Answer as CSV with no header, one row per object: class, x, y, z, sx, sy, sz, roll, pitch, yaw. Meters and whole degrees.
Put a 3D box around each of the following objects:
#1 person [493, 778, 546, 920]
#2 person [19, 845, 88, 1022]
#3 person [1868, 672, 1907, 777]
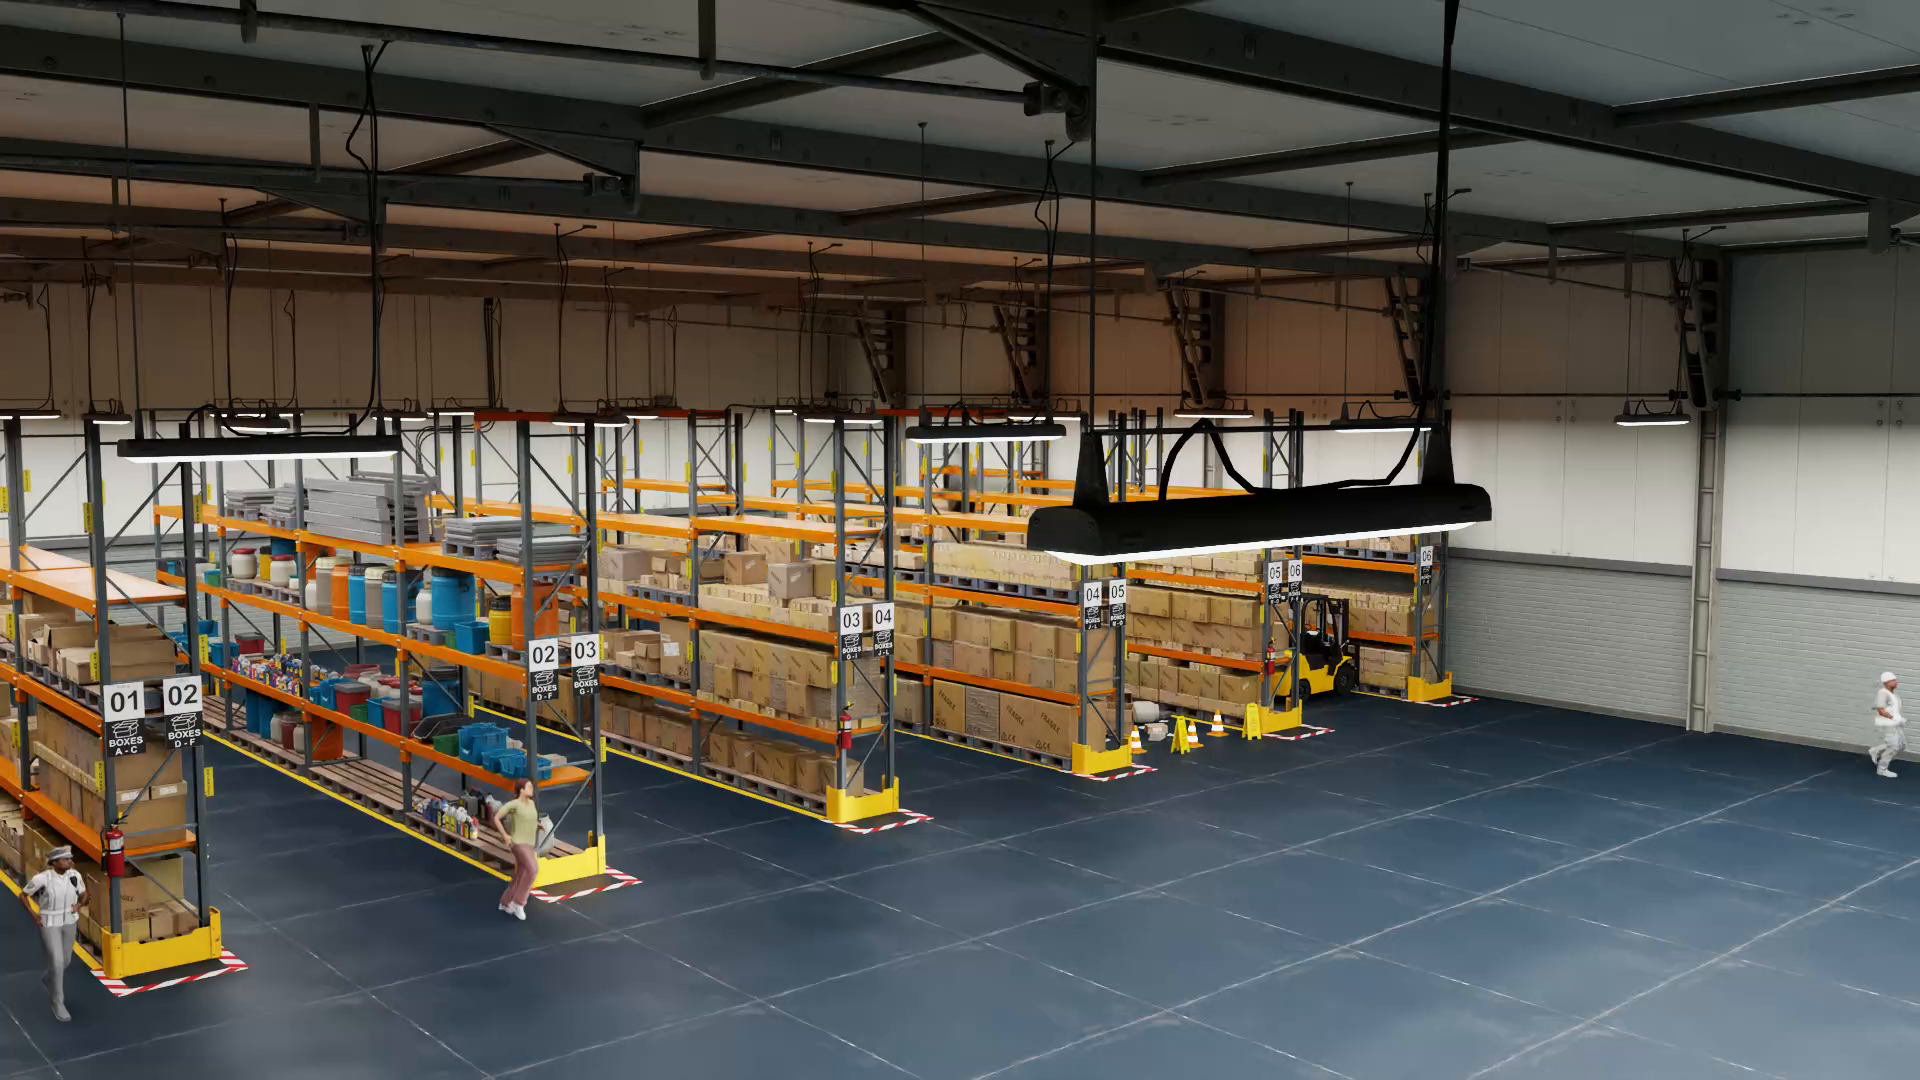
person,-5.322,3.734,20.294,0.612,1.632,0.656,2,6,25
person,-9.281,3.987,17.160,0.918,1.701,0.583,3,6,32
person,15.386,3.051,27.563,0.597,1.734,0.685,4,7,40
